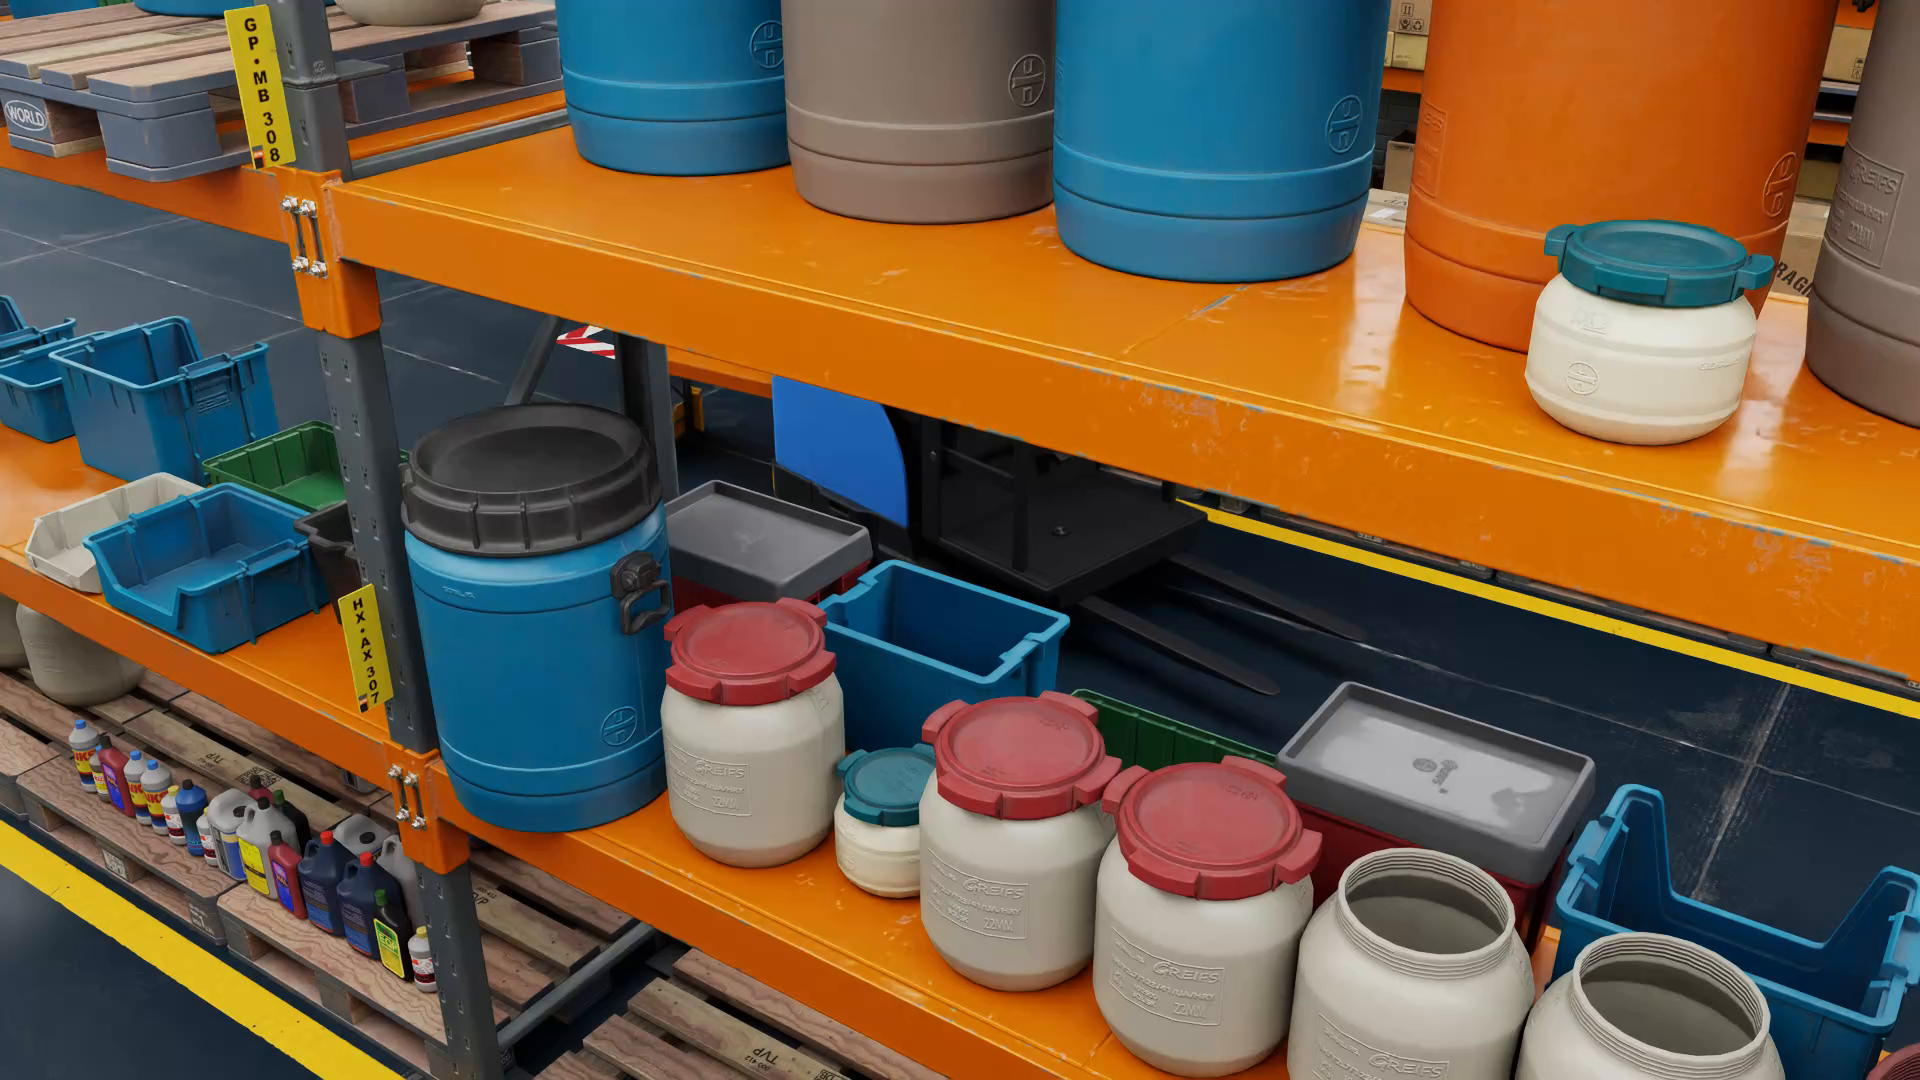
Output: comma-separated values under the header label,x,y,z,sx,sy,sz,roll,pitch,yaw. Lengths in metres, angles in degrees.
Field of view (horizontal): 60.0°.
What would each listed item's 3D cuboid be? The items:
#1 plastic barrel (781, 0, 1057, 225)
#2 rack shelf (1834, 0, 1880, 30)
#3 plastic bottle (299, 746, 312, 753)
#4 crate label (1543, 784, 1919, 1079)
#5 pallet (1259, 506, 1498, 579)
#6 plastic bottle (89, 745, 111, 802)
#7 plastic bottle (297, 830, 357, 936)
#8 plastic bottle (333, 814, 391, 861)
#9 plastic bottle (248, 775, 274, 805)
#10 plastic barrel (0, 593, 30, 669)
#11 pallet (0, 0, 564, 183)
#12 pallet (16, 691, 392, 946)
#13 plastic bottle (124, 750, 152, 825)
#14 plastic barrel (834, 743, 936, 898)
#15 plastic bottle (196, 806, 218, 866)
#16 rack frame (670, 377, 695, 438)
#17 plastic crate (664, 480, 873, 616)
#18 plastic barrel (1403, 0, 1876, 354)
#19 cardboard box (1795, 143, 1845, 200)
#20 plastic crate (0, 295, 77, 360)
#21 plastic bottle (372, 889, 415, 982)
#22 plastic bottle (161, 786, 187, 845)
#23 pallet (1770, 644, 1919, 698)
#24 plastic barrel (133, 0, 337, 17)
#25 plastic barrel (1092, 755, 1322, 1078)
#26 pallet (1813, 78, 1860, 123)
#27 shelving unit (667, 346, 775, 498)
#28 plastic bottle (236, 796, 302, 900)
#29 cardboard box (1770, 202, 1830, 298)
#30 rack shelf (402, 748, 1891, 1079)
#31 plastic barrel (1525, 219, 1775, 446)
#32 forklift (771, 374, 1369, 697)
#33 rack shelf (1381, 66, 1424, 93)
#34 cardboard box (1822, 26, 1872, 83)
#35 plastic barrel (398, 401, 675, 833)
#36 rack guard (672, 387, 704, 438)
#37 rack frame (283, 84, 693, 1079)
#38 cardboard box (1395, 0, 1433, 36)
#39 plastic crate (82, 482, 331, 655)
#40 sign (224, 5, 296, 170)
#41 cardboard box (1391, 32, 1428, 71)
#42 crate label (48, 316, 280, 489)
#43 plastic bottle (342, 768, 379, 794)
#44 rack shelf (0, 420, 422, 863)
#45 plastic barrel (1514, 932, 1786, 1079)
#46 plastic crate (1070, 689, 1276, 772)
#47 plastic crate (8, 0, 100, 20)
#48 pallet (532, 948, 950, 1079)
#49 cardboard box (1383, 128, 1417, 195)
label,x,y,z,sx,sy,sz,roll,pitch,yaw
plastic barrel,-0.064,-1.152,3.347,0.600,0.901,0.600,0,27,0
rack shelf,3.311,-2.163,6.679,4.000,0.370,1.077,17,32,30
plastic bottle,-2.429,0.684,6.199,0.097,0.201,0.097,0,27,0
crate label,1.486,0.846,3.242,0.616,0.435,0.502,17,32,30
pallet,2.292,-0.243,8.495,1.213,0.211,1.003,17,32,30
plastic bottle,-3.039,0.823,5.926,0.097,0.201,0.097,0,27,0
plastic bottle,-1.997,1.068,5.280,0.185,0.351,0.144,16,31,28
plastic bottle,-1.934,1.039,5.418,0.135,0.276,0.152,17,32,30
plastic bottle,-2.336,0.932,5.621,0.133,0.283,0.061,17,32,30
plastic barrel,-3.857,0.225,6.780,0.421,0.512,0.421,0,27,0
pallet,-1.795,-1.211,4.223,1.003,0.211,1.213,17,32,30
pallet,-2.685,0.932,6.186,1.213,0.211,1.003,17,32,30
plastic bottle,-2.842,0.853,5.789,0.097,0.271,0.097,0,27,0
plastic barrel,-0.141,0.649,3.819,0.301,0.262,0.301,0,27,0
plastic bottle,-2.508,0.988,5.601,0.097,0.201,0.097,0,27,0
rack frame,-1.652,-1.195,8.944,0.032,1.500,0.500,15,31,27
plastic crate,-0.573,0.172,4.535,0.583,0.464,0.402,17,32,30
plastic barrel,1.059,-0.771,2.676,0.708,0.830,0.600,17,32,30
cardboard box,5.876,-2.503,11.305,0.500,0.250,0.500,16,31,29
plastic crate,-3.860,-0.754,6.588,0.616,0.251,0.499,17,32,30
plastic bottle,-1.729,1.205,5.085,0.133,0.283,0.061,19,33,33
plastic bottle,-2.678,0.936,5.705,0.097,0.201,0.097,0,27,0
pallet,4.303,0.383,7.264,1.213,0.211,1.003,17,32,30
plastic barrel,-1.905,-1.853,4.260,0.708,0.901,0.600,17,32,30
plastic barrel,0.481,0.757,3.305,0.433,0.535,0.433,0,27,0
pallet,6.106,-2.894,10.841,1.213,0.211,1.003,17,32,30
shelving unit,-1.208,-1.074,8.706,1.083,1.500,0.587,15,31,27
plastic bottle,-2.264,0.985,5.443,0.185,0.351,0.144,17,32,30
cardboard box,3.567,-1.103,6.999,0.500,0.500,0.500,15,31,28
rack shelf,0.503,1.025,3.723,4.000,0.370,1.077,17,32,30
plastic barrel,0.971,-0.297,2.372,0.301,0.262,0.301,0,27,0
forklift,0.435,-1.097,7.174,1.130,2.935,3.031,-23,35,-38
rack shelf,2.815,-3.706,13.019,4.000,0.370,1.077,17,32,30
cardboard box,5.881,-3.307,10.846,0.500,0.500,0.700,23,35,37
plastic barrel,-0.998,0.179,4.037,0.708,0.901,0.600,17,32,30
rack guard,-1.635,-0.633,9.219,0.087,0.250,0.587,15,31,27
rack frame,-1.145,0.190,4.569,0.127,3.000,1.000,17,32,30
cardboard box,3.484,-3.922,11.965,0.500,0.500,0.500,17,32,30
plastic crate,-2.211,0.074,4.961,0.616,0.251,0.499,17,32,30
sign,-1.466,-0.948,3.488,0.005,0.325,0.100,17,32,30
cardboard box,3.496,-3.595,12.150,0.500,0.250,0.500,17,32,31
crate label,-2.772,-0.481,5.849,0.616,0.435,0.502,17,32,30
plastic bottle,-2.145,0.750,5.987,0.135,0.276,0.152,17,32,30
rack shelf,-2.794,-0.003,5.741,4.000,0.370,1.077,17,32,30
plastic barrel,1.183,0.983,2.887,0.421,0.512,0.421,0,27,0
plastic crate,0.450,0.627,3.945,0.662,0.188,0.450,17,32,30
plastic crate,-2.700,-1.789,5.169,0.575,0.384,0.392,17,32,30
pallet,-0.476,1.620,4.833,1.213,0.211,1.003,17,32,30
cardboard box,3.586,-2.847,12.808,0.500,0.500,0.500,15,30,27
